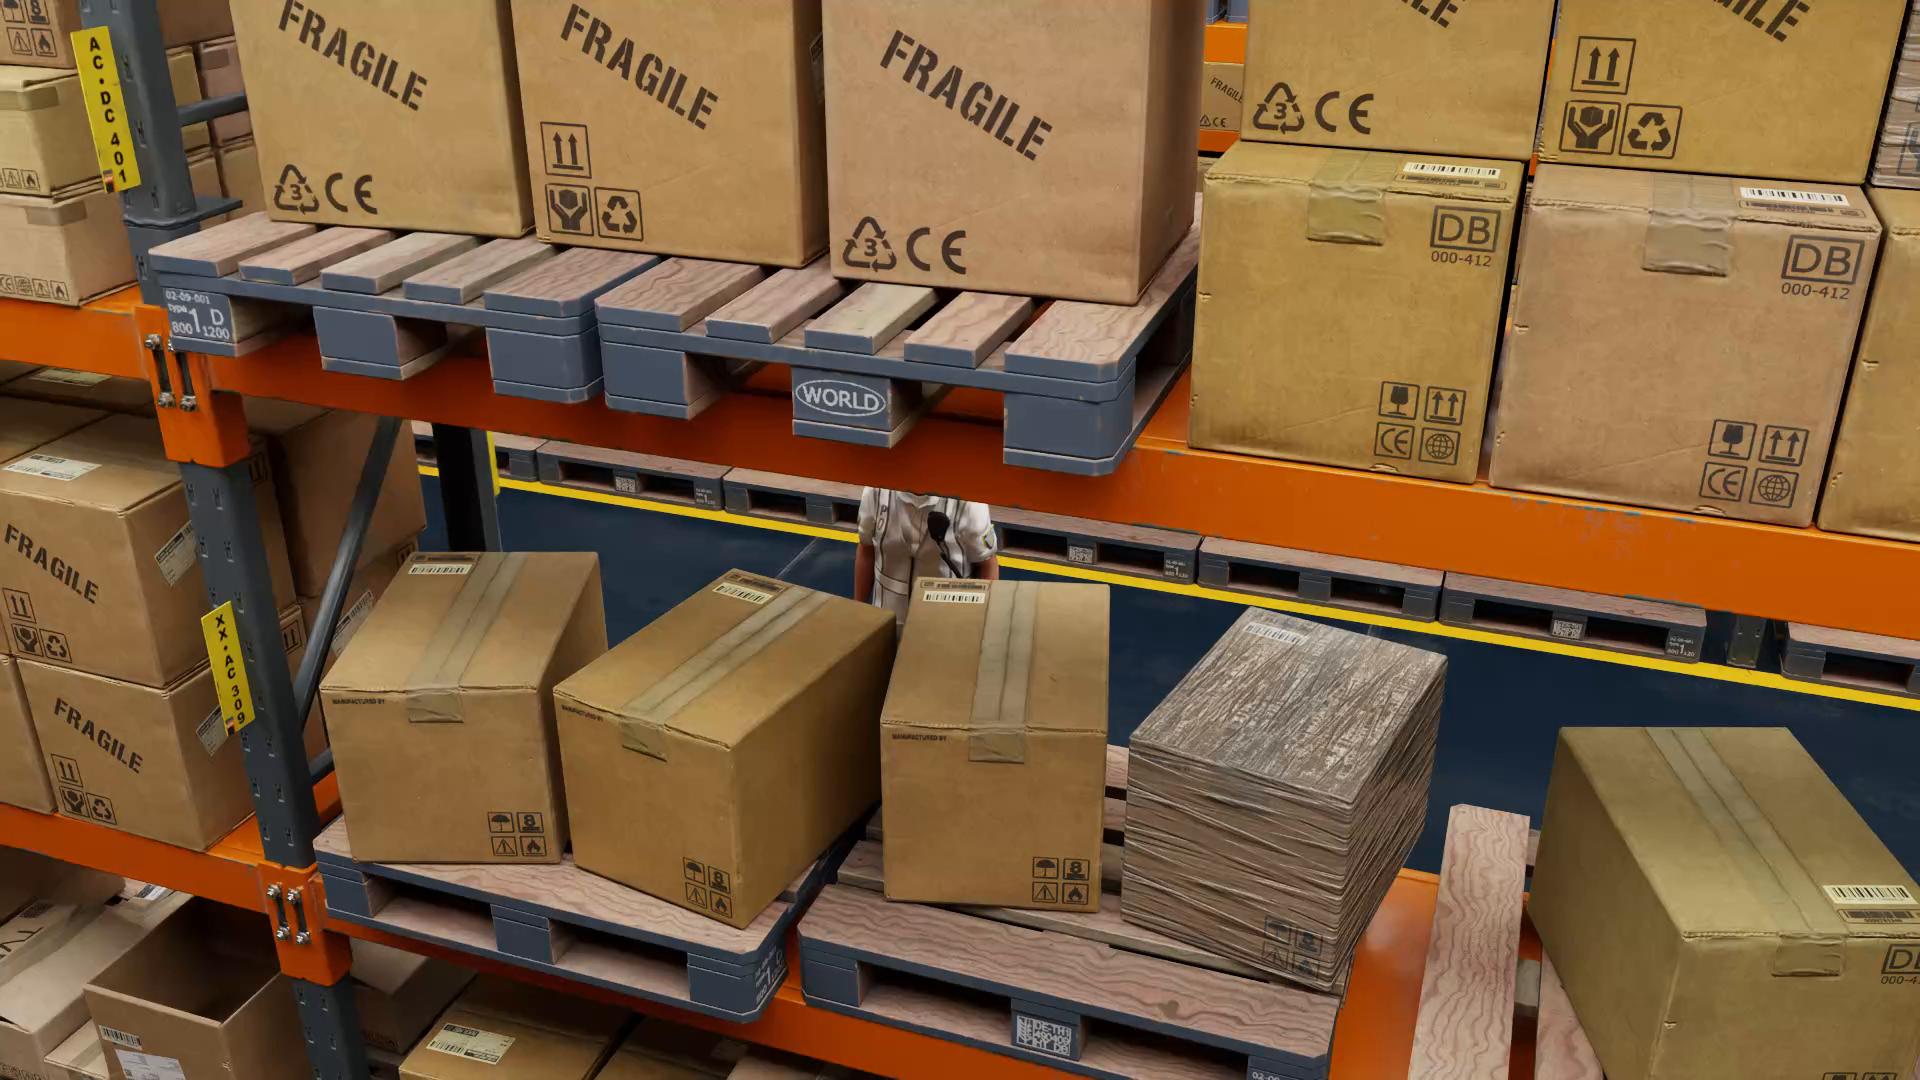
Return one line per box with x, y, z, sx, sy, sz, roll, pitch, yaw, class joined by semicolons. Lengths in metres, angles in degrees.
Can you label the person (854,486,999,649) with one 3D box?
-0.138;0.308;6.458;0.584;1.747;0.437;8;27;17;person
